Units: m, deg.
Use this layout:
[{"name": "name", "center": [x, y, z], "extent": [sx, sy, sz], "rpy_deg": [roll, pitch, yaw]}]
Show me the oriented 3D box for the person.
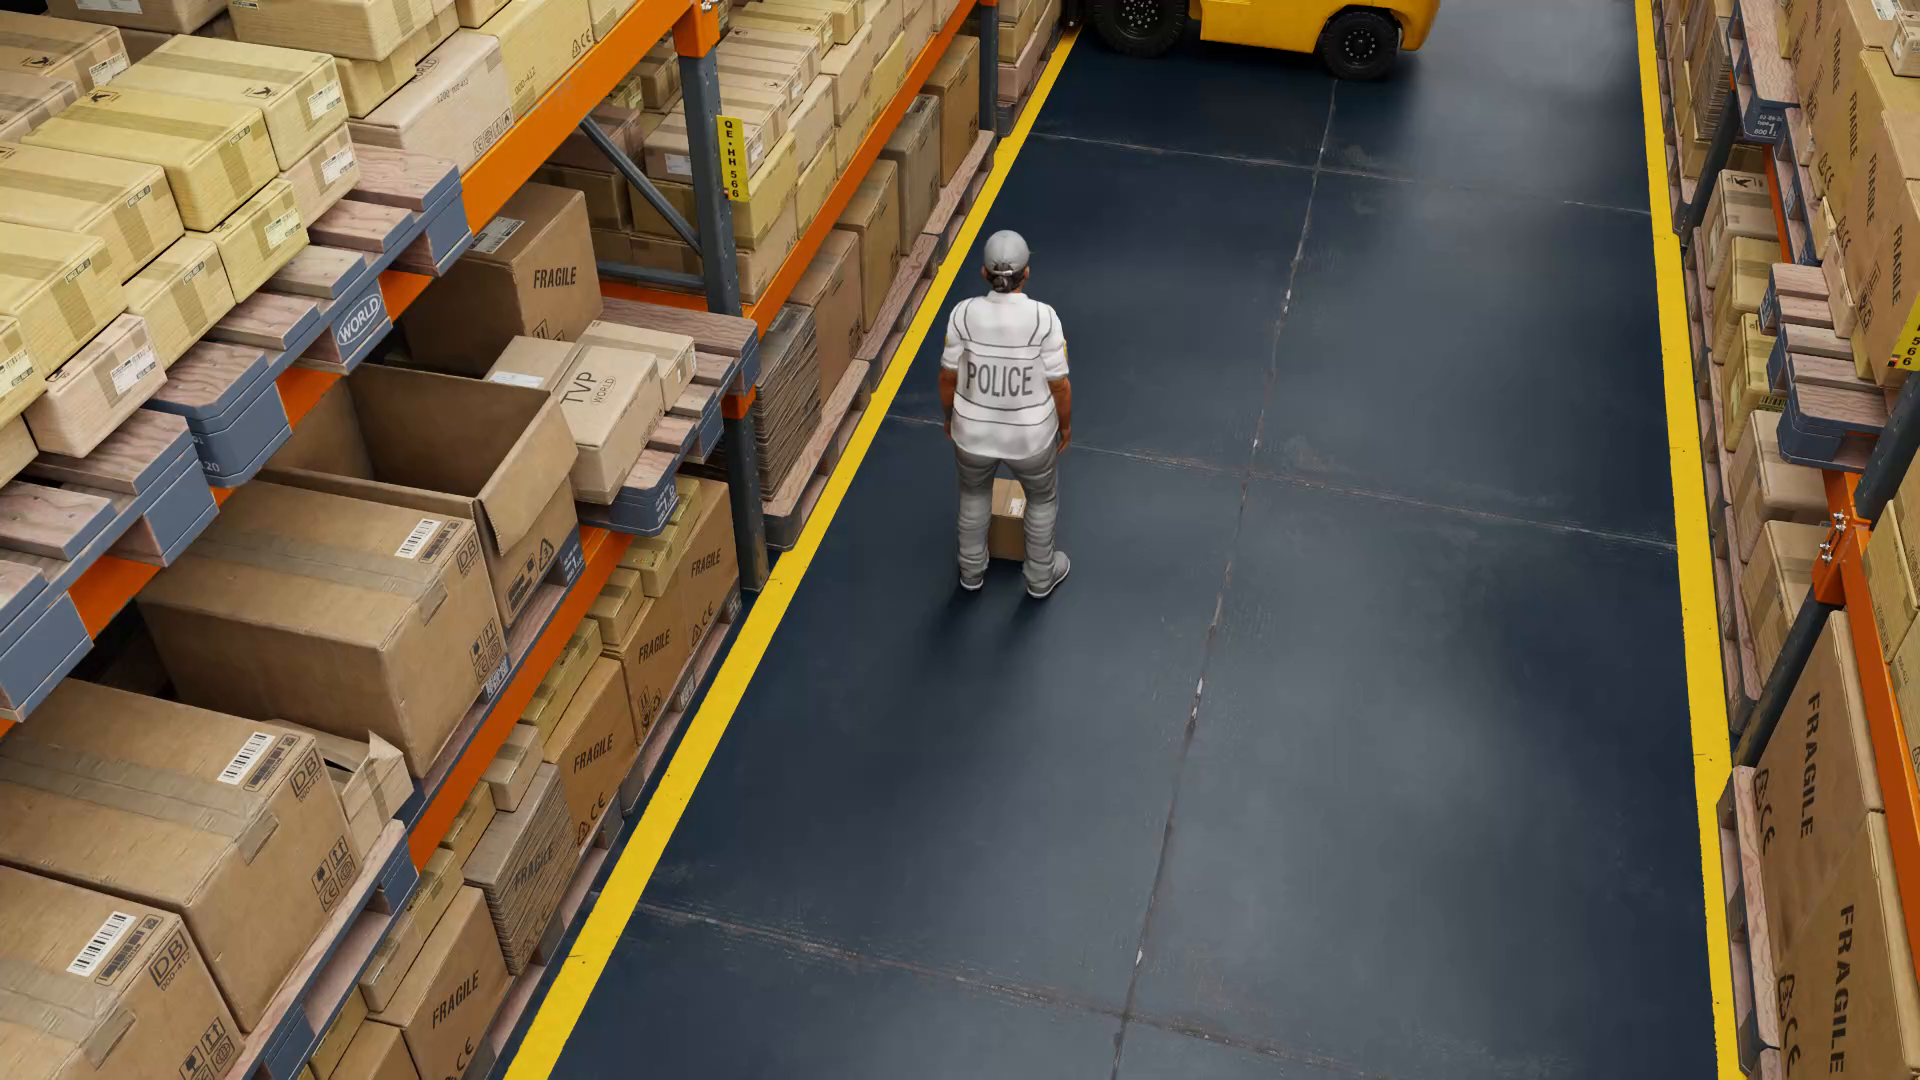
[{"name": "person", "center": [0.194, -0.468, 6.687], "extent": [0.545, 1.665, 0.466], "rpy_deg": [7, 42, 8]}]
